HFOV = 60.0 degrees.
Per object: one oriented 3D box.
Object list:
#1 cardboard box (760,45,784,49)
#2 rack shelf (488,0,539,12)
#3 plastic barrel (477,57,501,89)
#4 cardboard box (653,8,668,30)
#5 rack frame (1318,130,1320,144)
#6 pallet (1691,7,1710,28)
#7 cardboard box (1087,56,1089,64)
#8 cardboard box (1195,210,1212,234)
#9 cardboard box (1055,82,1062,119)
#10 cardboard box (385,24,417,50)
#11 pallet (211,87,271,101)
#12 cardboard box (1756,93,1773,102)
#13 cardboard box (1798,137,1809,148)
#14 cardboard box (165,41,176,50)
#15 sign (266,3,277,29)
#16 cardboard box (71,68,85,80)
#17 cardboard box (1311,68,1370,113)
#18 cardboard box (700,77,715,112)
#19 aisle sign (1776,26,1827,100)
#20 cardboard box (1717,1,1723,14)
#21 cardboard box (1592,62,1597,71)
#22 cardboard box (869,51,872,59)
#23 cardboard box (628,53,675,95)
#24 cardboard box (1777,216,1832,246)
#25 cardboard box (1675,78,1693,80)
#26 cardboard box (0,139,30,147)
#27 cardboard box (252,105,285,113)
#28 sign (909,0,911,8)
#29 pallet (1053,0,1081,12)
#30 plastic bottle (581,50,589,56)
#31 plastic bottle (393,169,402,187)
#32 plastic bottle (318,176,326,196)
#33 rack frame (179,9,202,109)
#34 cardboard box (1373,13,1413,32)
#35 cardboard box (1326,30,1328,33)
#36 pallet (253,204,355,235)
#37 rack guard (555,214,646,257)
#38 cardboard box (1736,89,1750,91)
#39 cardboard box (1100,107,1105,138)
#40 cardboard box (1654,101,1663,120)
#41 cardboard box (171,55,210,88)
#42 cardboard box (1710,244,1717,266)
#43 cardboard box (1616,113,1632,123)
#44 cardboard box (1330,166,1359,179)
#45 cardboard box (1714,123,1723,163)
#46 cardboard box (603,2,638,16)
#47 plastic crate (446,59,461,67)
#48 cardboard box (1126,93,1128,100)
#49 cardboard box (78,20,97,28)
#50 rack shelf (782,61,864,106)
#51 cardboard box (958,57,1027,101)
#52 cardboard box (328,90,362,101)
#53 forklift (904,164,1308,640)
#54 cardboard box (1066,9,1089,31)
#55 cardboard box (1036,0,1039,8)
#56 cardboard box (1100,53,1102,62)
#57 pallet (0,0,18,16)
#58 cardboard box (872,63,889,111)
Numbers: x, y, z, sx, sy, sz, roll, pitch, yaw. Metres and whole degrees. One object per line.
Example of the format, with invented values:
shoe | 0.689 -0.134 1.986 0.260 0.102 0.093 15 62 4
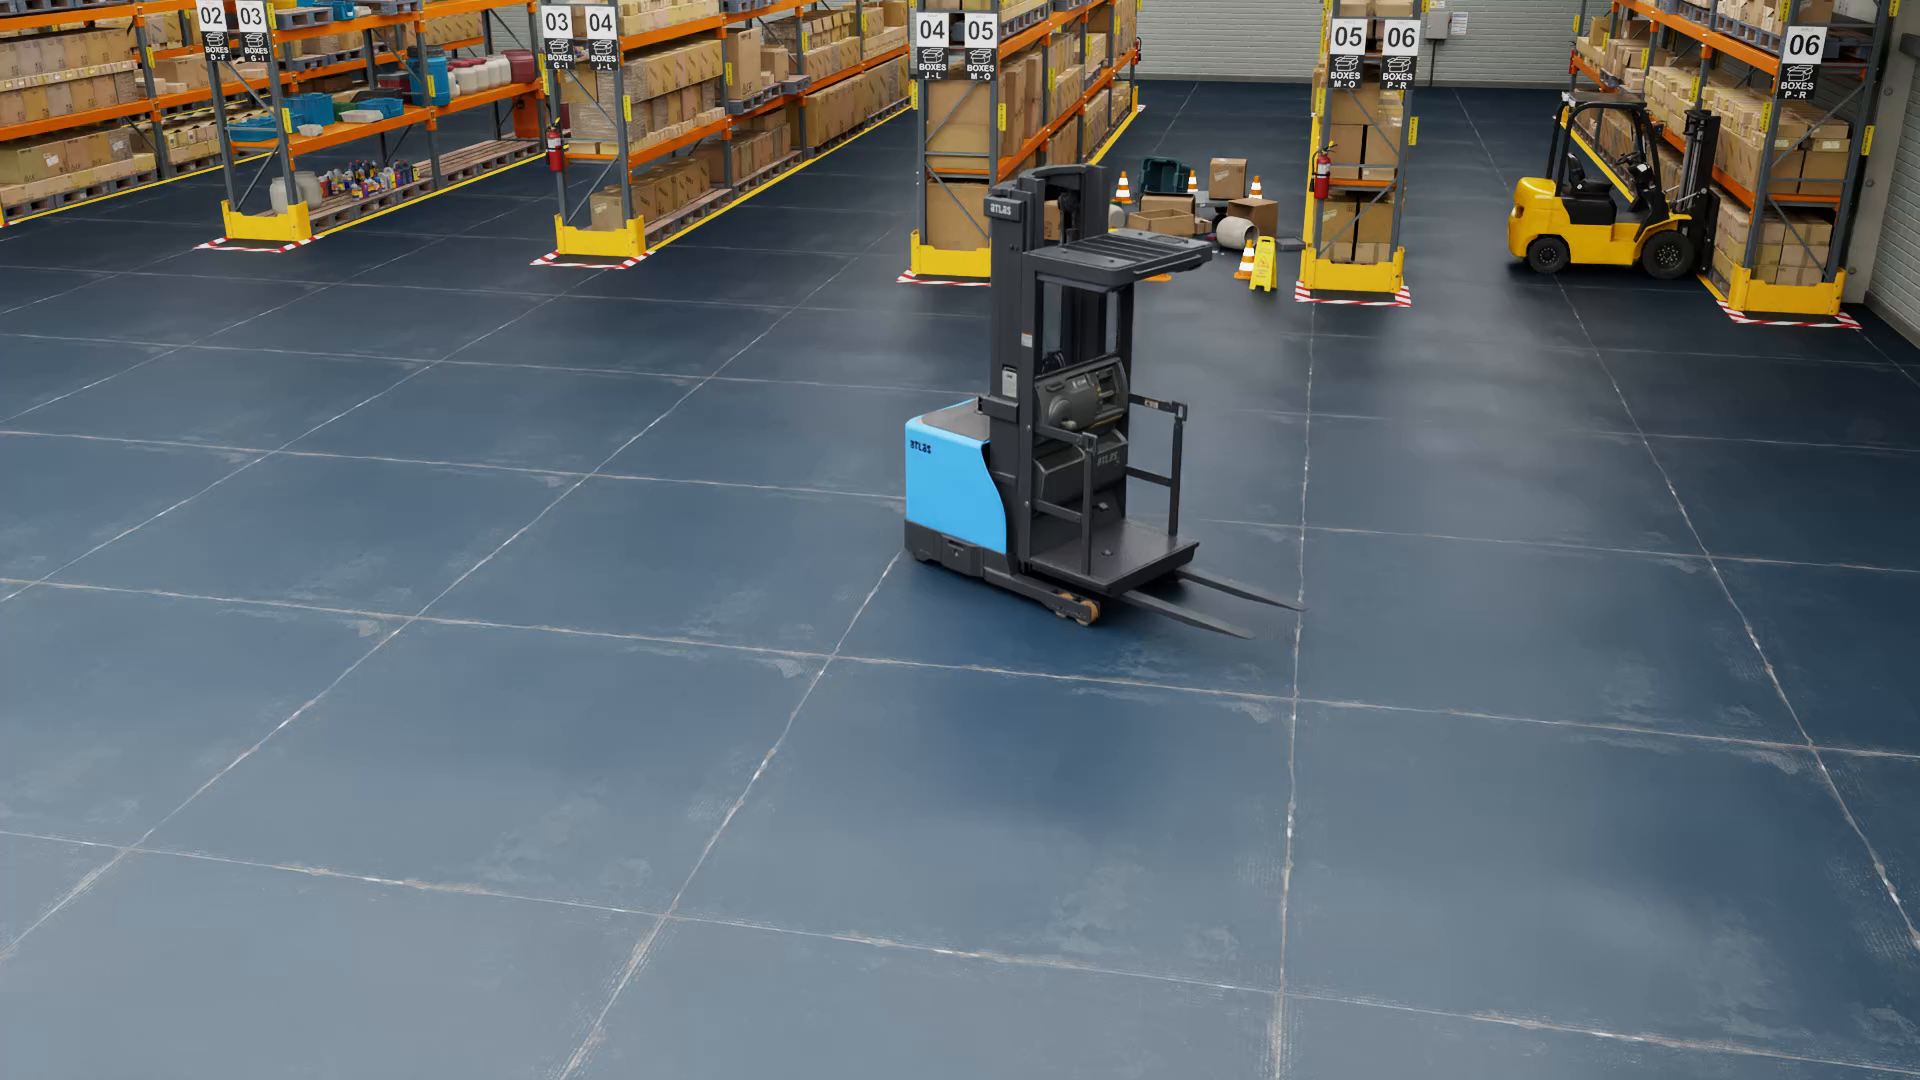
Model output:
cardboard box | -3.300 -8.219 28.550 0.500 0.500 0.500 2 22 4
rack shelf | -7.669 -10.345 31.473 1.077 0.370 4.000 4 22 11
plastic barrel | -8.164 -8.061 28.705 0.421 0.512 0.421 0 22 0
cardboard box | -4.306 -7.101 22.655 0.500 0.250 0.500 4 22 11
rack frame | 7.289 -8.886 30.902 1.000 3.000 0.127 4 22 11
pallet | 10.684 -7.209 22.980 0.805 0.209 1.217 4 22 9
cardboard box | 2.057 -8.431 29.147 0.380 0.149 0.250 5 22 11
cardboard box | 3.389 -4.557 23.814 0.258 0.266 0.396 -11 25 -26
cardboard box | 1.263 -6.703 25.349 0.500 0.500 0.500 5 22 11
cardboard box | -11.739 -10.610 35.048 0.500 0.500 0.500 5 22 12
pallet | -16.481 -10.200 37.898 1.003 0.211 1.213 4 22 11
cardboard box | 10.614 -5.742 21.695 0.380 0.149 0.250 4 22 10
cardboard box | 10.012 -4.667 19.424 0.380 0.149 0.250 4 22 11
cardboard box | -16.780 -10.427 35.039 0.380 0.149 0.250 5 22 12
sign | -9.172 -6.982 22.148 0.100 0.325 0.005 4 22 11
cardboard box | -13.848 -7.239 25.811 0.380 0.149 0.250 5 22 12
cardboard box | 4.845 -5.728 21.190 0.700 0.500 0.500 4 22 10
cardboard box | -4.197 -6.740 25.042 0.875 0.500 0.500 4 22 11
aisle sign | 9.399 -5.324 18.579 0.394 0.787 0.004 4 22 11
cardboard box | 10.128 -6.958 21.740 0.380 0.149 0.250 5 22 12
cardboard box | 12.133 -8.911 31.301 0.380 0.149 0.250 4 22 10
cardboard box | -1.973 -9.704 33.269 0.380 0.149 0.250 4 22 9
cardboard box | -4.273 -6.446 22.974 0.500 0.500 0.500 4 22 11
cardboard box | 9.984 -3.665 19.718 0.500 0.250 0.500 4 22 10
cardboard box | 10.768 -6.724 24.531 0.380 0.149 0.250 4 22 11
cardboard box | -14.551 -5.862 25.508 0.500 0.500 0.500 4 22 11
cardboard box | -12.792 -7.904 30.832 0.500 0.311 0.500 5 22 12
sign | -1.068 -11.705 36.034 0.100 0.325 0.005 4 22 11
pallet | 1.301 -8.418 25.979 1.003 0.211 1.213 6 23 13
plastic bottle | -7.278 -9.340 32.197 0.152 0.276 0.135 4 22 11
plastic bottle | -8.775 -5.647 25.906 0.061 0.283 0.133 6 23 14
plastic bottle | -9.686 -5.366 25.219 0.152 0.276 0.135 5 22 11
rack frame | -16.960 -10.774 35.590 1.000 3.000 0.127 4 22 11
cardboard box | 5.316 -6.304 20.278 0.500 0.250 0.500 4 22 10
cardboard box | 6.419 -8.330 28.050 0.500 0.500 0.500 5 22 12
pallet | -9.569 -4.665 24.154 1.003 0.211 1.213 4 22 11
rack guard | -4.846 -4.121 22.416 1.175 0.500 0.348 4 22 11
cardboard box | 10.956 -6.228 23.300 0.380 0.149 0.250 4 22 11
cardboard box | 2.413 -7.784 30.950 0.500 0.500 0.500 4 22 10
cardboard box | 10.797 -6.460 25.080 0.500 0.250 0.500 4 22 9
cardboard box | -13.360 -8.174 29.000 0.500 0.500 0.500 4 22 11
cardboard box | 9.709 -3.599 20.893 0.500 0.250 0.500 5 22 11
cardboard box | 11.663 -7.342 28.985 0.380 0.149 0.250 4 22 11
cardboard box | 4.707 -4.534 20.432 0.380 0.149 0.250 5 23 13
cardboard box | 9.978 -5.110 21.393 0.500 0.500 0.500 4 22 10
cardboard box | -4.431 -6.930 21.697 0.380 0.149 0.250 5 22 12
plastic crate | -8.707 -8.018 28.661 0.402 0.464 0.583 4 22 11
cardboard box | 3.306 -9.294 34.772 0.380 0.149 0.250 4 22 9
cardboard box | -17.322 -10.196 32.591 0.500 0.250 0.500 4 22 10
rack shelf | -2.821 -8.576 31.096 1.077 0.370 4.000 4 22 11
cardboard box | 0.438 -6.342 22.938 0.875 0.550 0.550 4 22 11
cardboard box | -12.243 -8.690 33.174 0.500 0.500 0.500 4 22 9
forklift | 1.001 -0.995 11.402 3.031 2.935 1.130 19 29 39
cardboard box | 2.254 -10.067 31.964 0.500 0.500 0.500 4 22 9
cardboard box | 0.874 -7.379 22.784 0.380 0.149 0.250 5 22 11
cardboard box | 2.430 -8.958 30.855 0.380 0.149 0.250 4 22 11
pallet | -14.389 -7.616 23.852 1.003 0.211 1.213 4 22 11
cardboard box | -2.016 -9.415 34.497 0.875 0.875 0.875 4 22 11
